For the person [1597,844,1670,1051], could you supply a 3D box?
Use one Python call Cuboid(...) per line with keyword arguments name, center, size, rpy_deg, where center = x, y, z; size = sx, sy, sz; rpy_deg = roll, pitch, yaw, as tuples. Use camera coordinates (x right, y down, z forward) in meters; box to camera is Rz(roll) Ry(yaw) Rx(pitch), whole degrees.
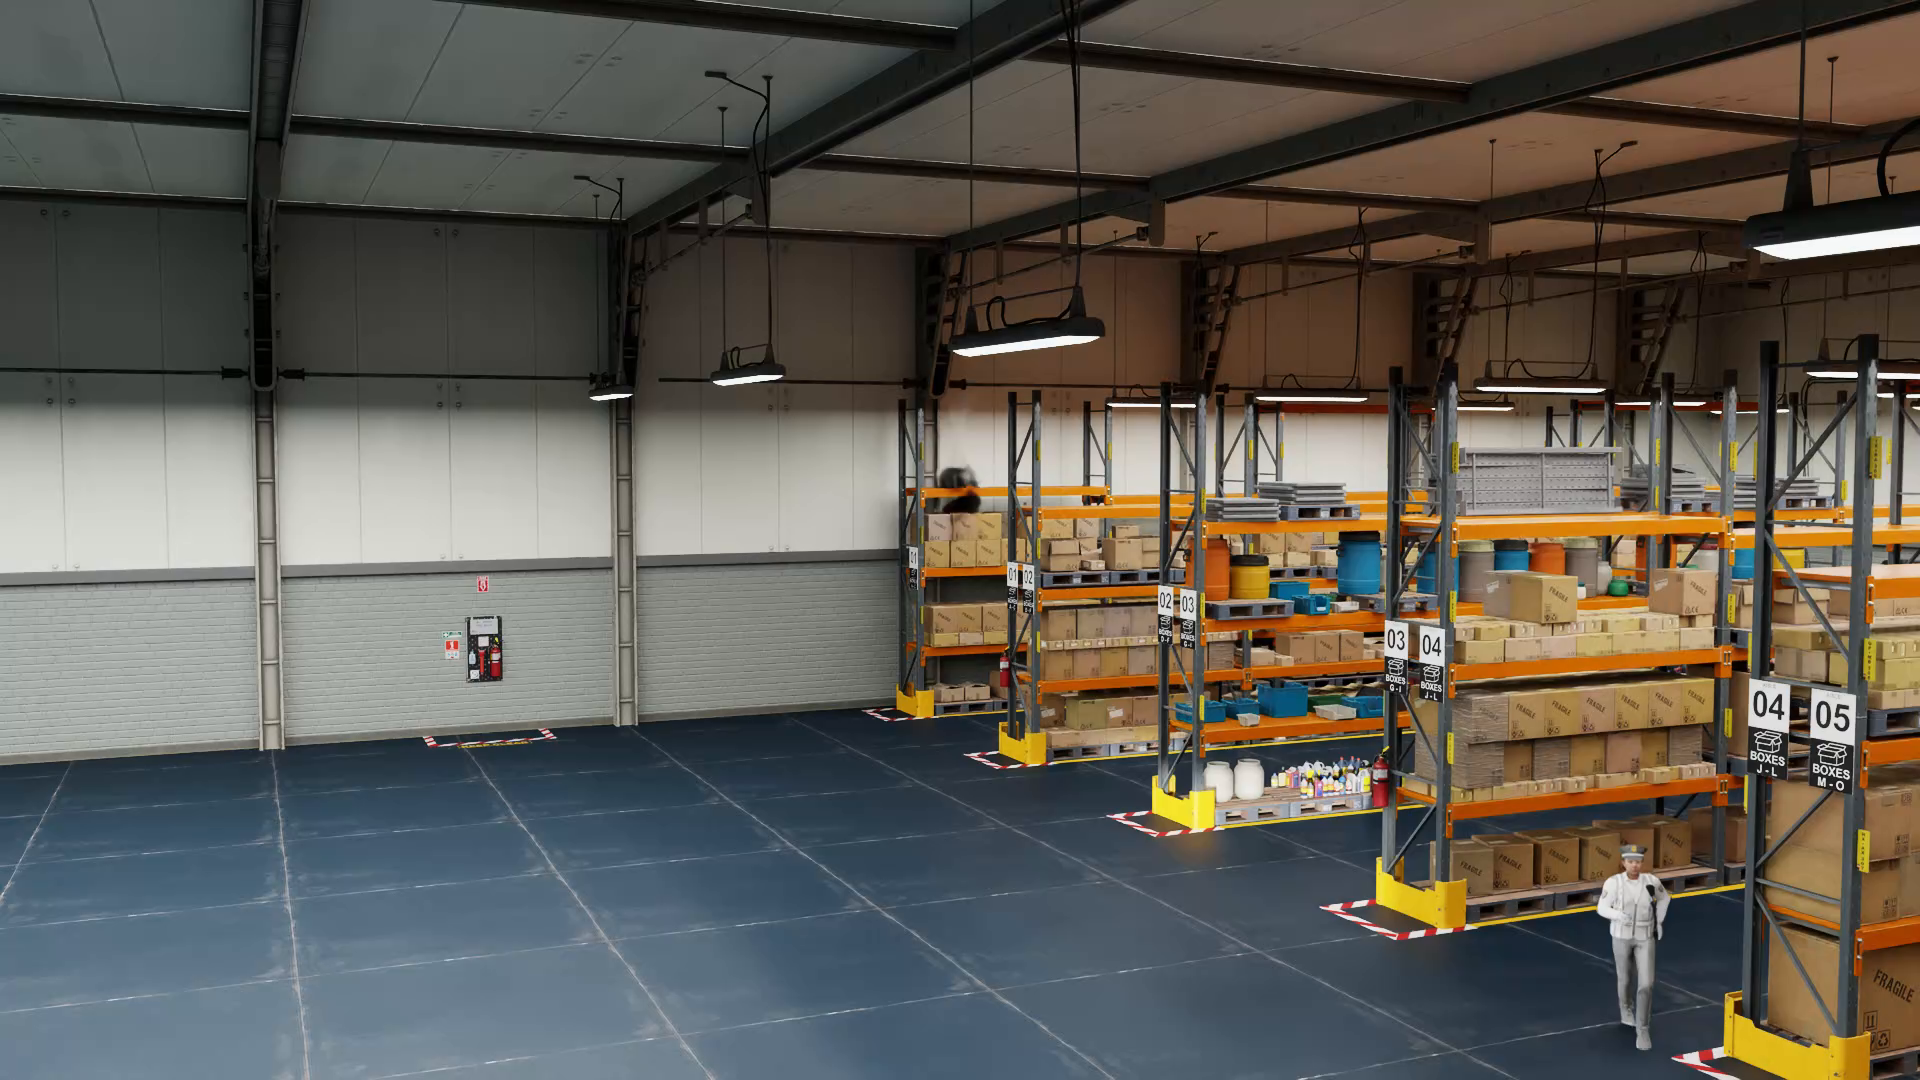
Cuboid(name="person", center=(5.823, 3.482, 14.389), size=(0.591, 1.753, 0.753), rpy_deg=(1, 4, 20))
